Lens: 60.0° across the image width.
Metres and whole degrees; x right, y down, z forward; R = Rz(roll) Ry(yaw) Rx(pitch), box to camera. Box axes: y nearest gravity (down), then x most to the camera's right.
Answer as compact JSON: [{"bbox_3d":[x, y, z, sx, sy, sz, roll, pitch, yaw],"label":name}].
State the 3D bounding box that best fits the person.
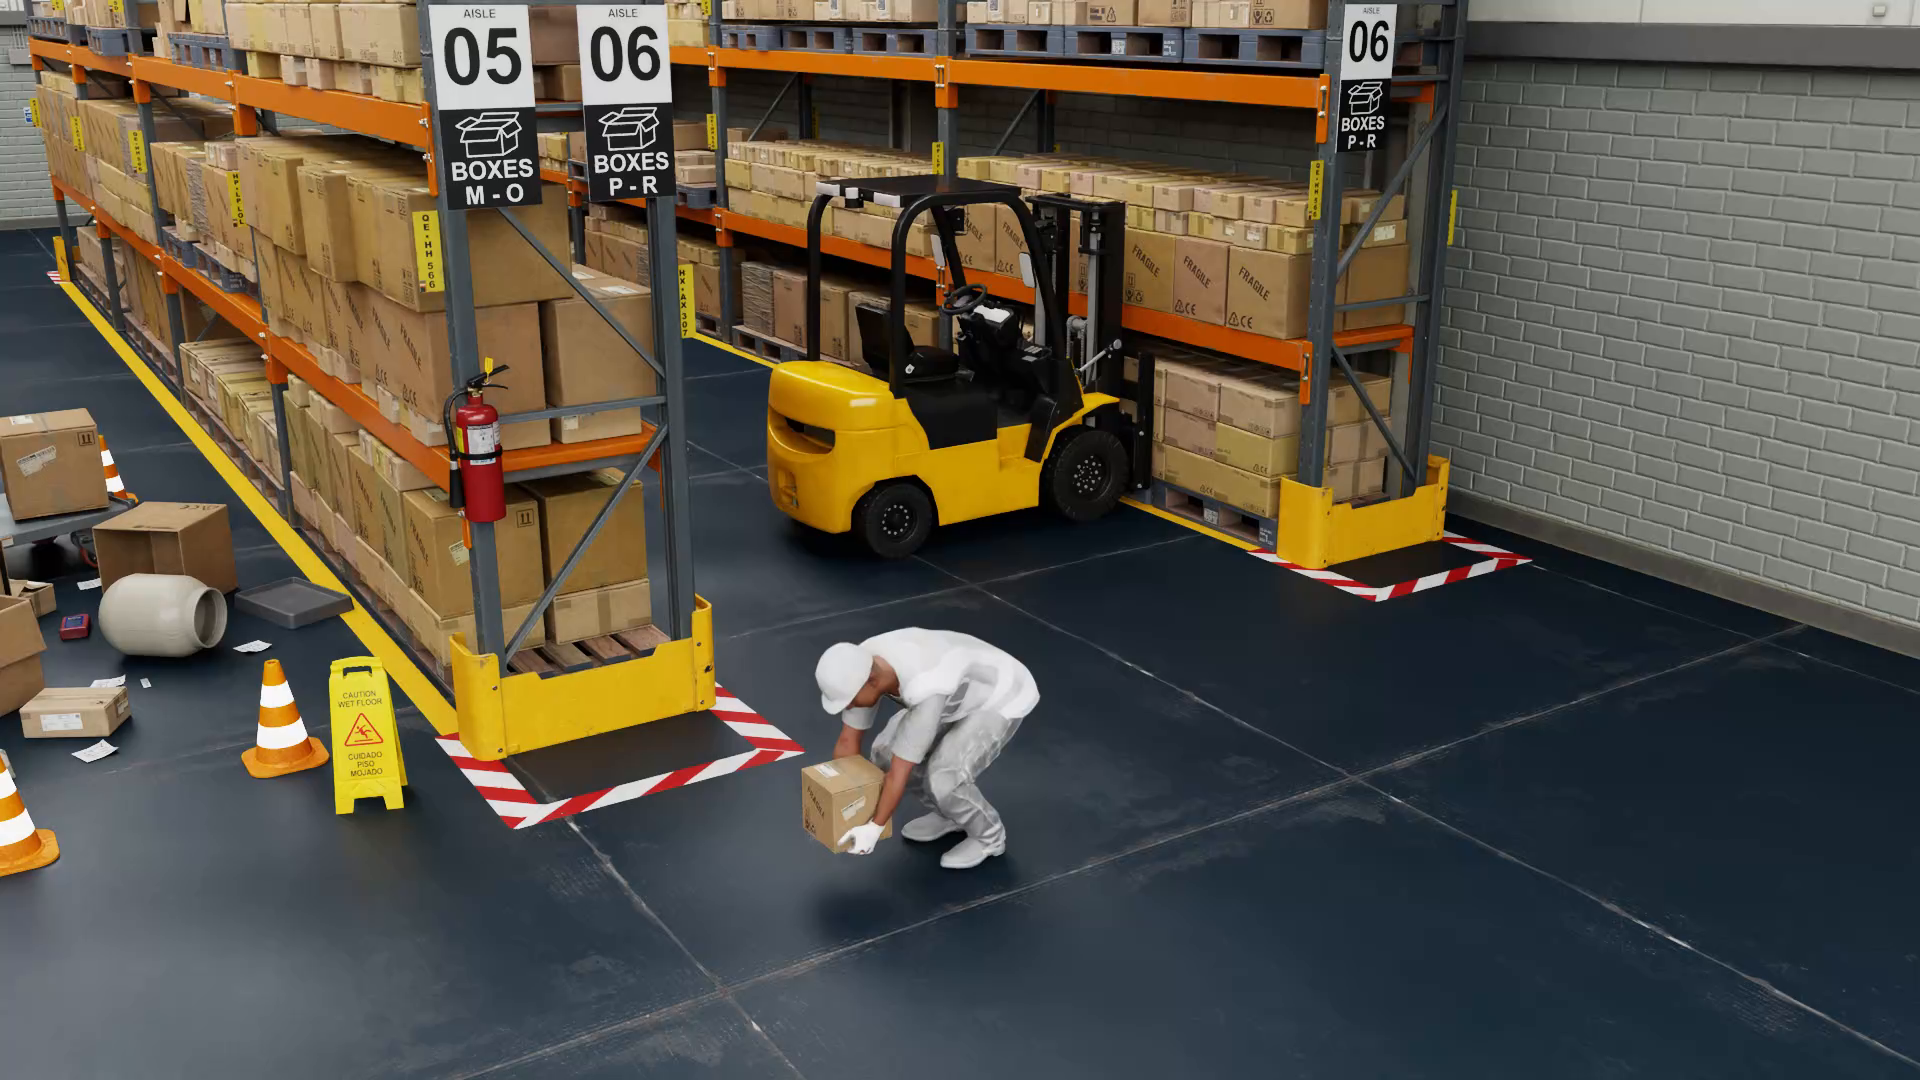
[{"bbox_3d":[-0.130,0.780,6.401,0.948,0.992,0.551,-12,21,-33],"label":"person"}]
